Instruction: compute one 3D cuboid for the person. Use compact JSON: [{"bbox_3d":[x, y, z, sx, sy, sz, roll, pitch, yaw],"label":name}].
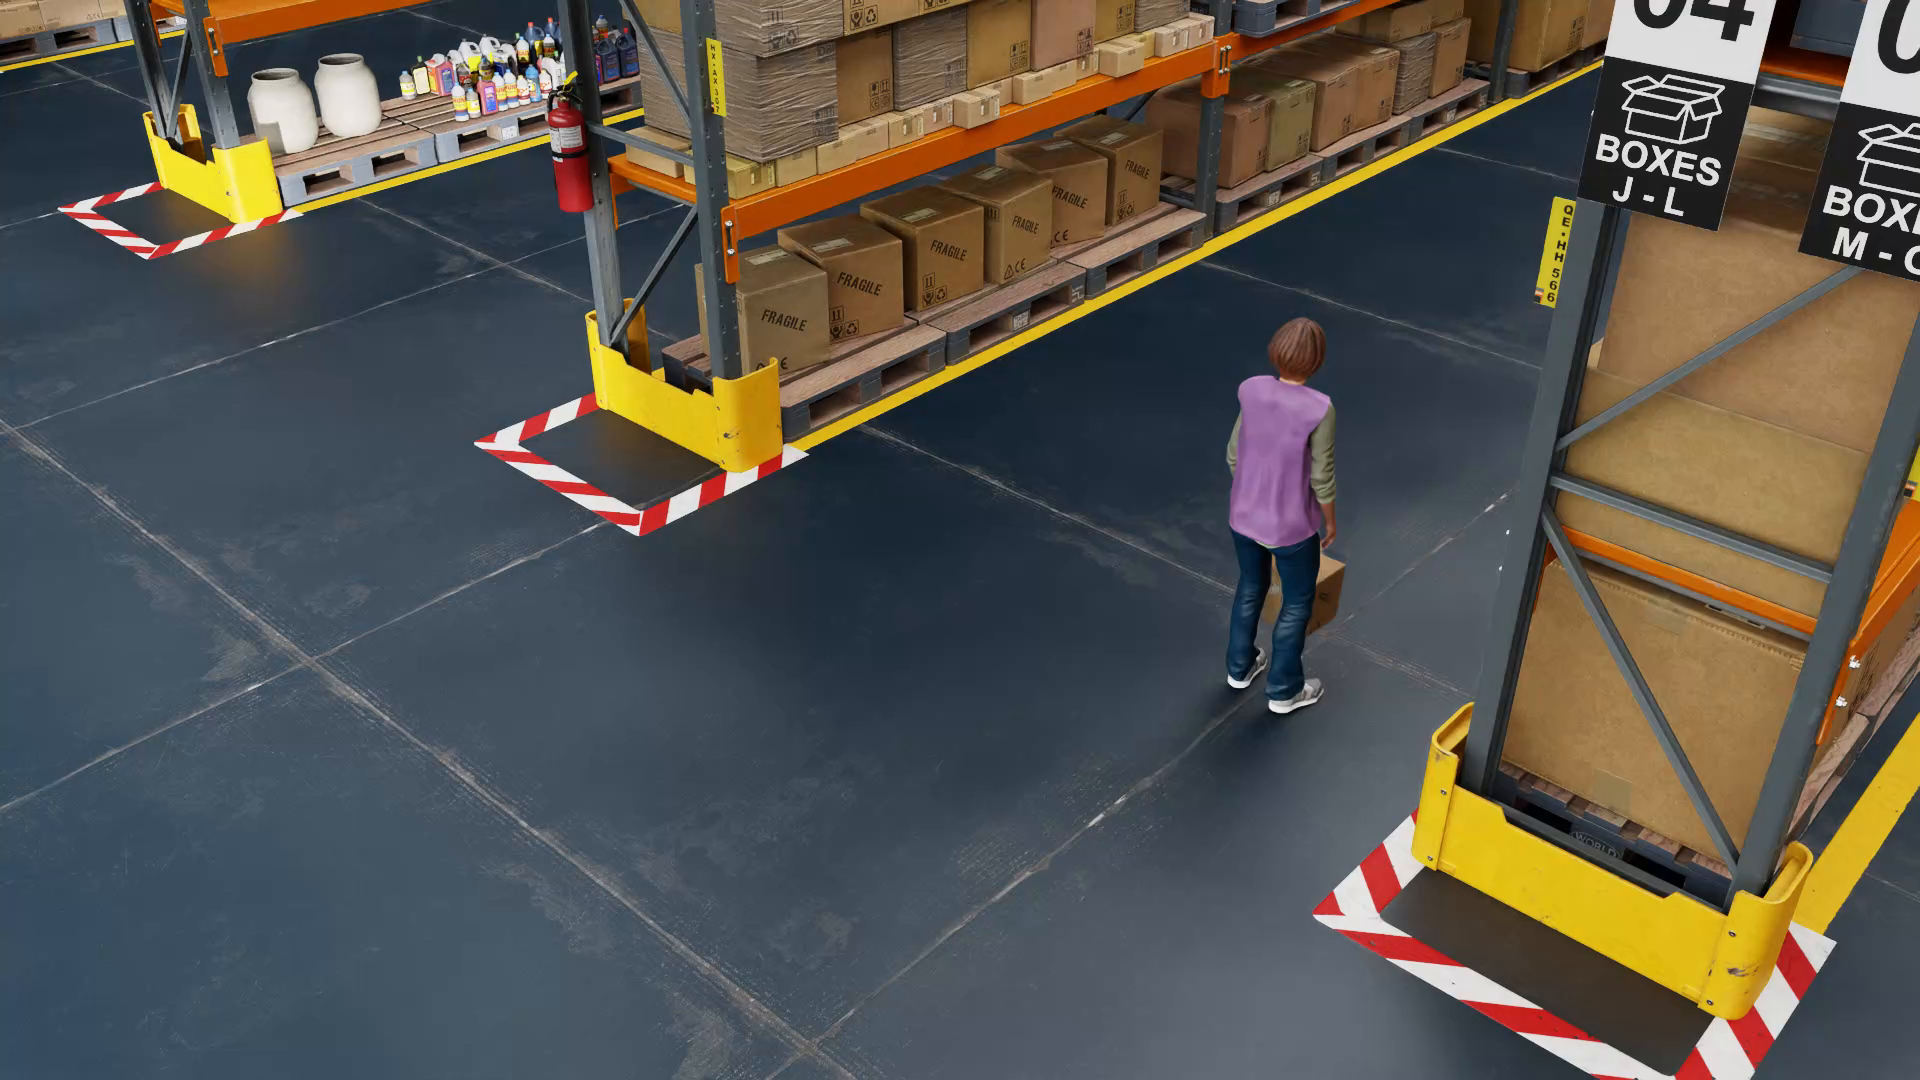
[{"bbox_3d":[1.205,-0.082,6.274,0.455,1.596,0.373,24,39,34],"label":"person"}]
